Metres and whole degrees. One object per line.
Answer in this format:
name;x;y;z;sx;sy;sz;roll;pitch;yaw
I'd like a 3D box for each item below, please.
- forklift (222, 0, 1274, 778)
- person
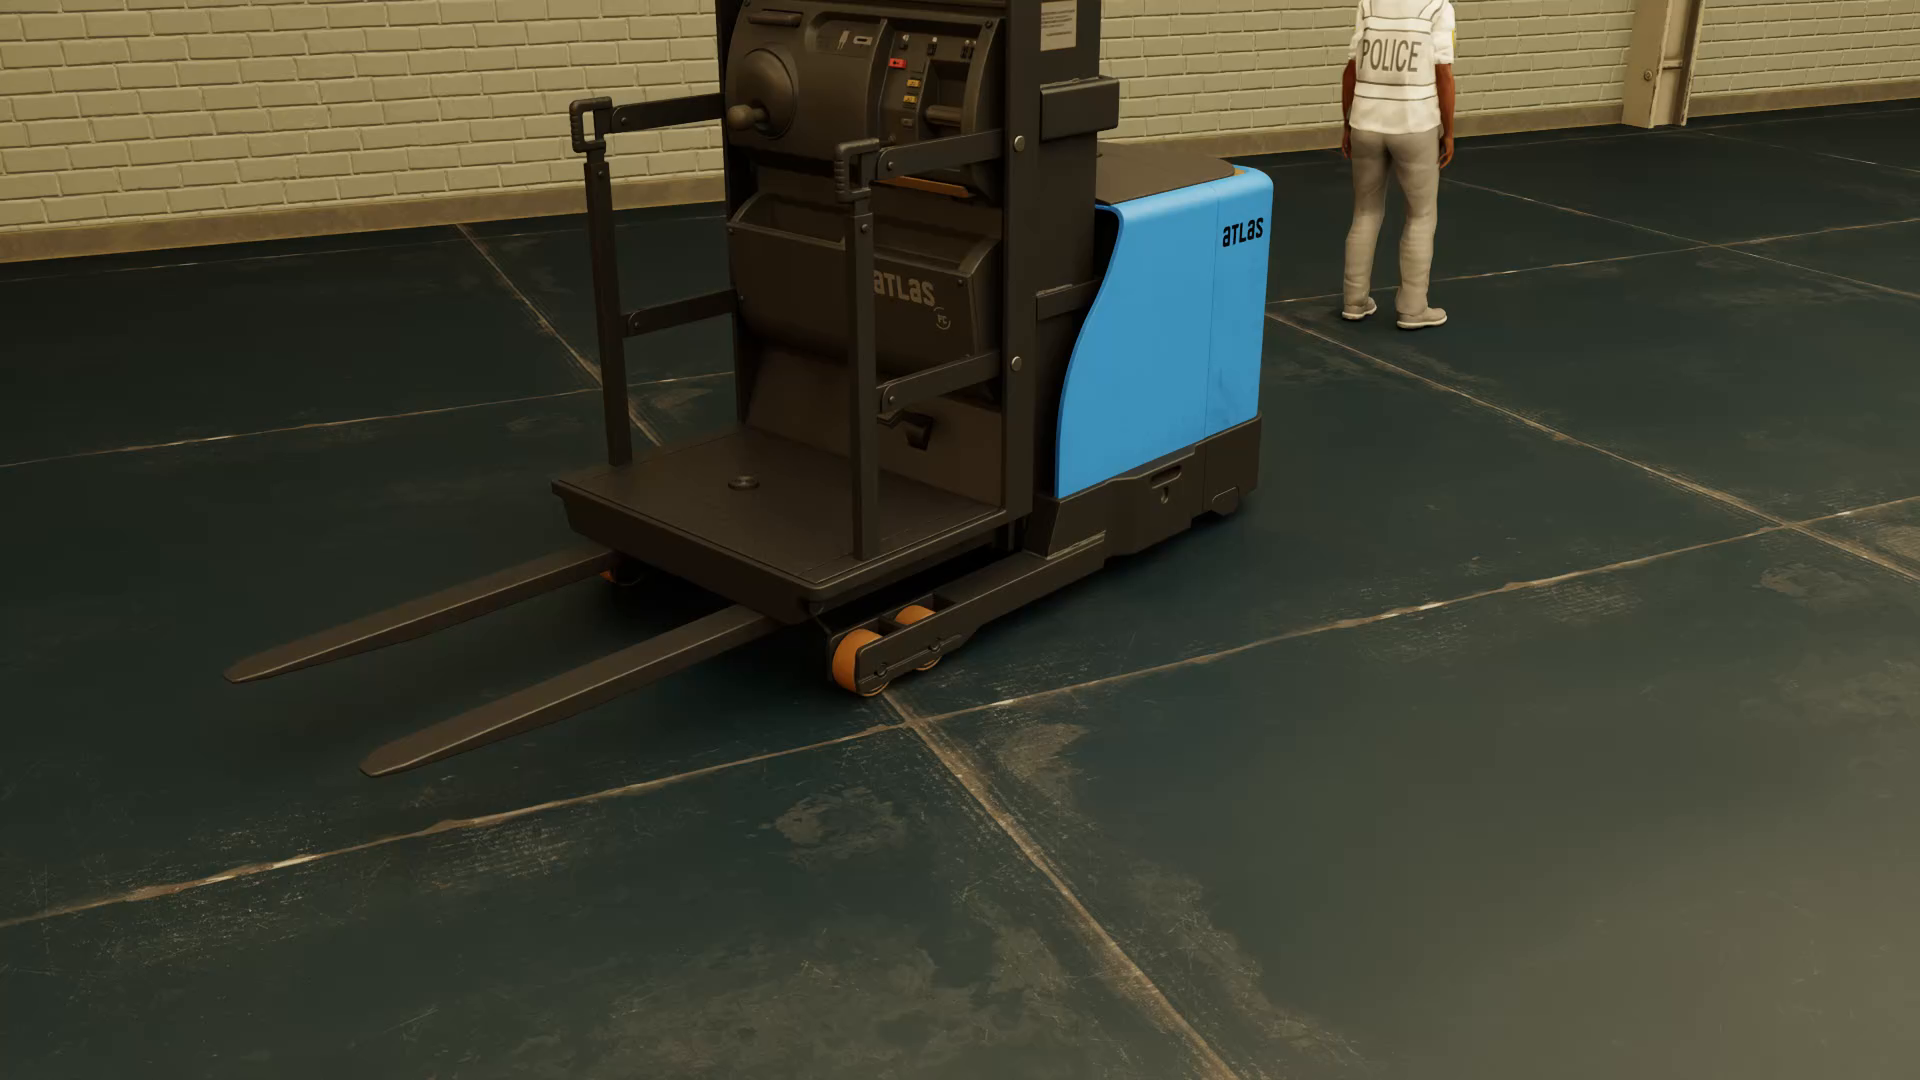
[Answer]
forklift;-0.413;-1.182;4.131;1.130;2.935;3.031;19;29;39
person;1.898;-1.756;7.178;0.527;1.656;0.397;15;27;31
